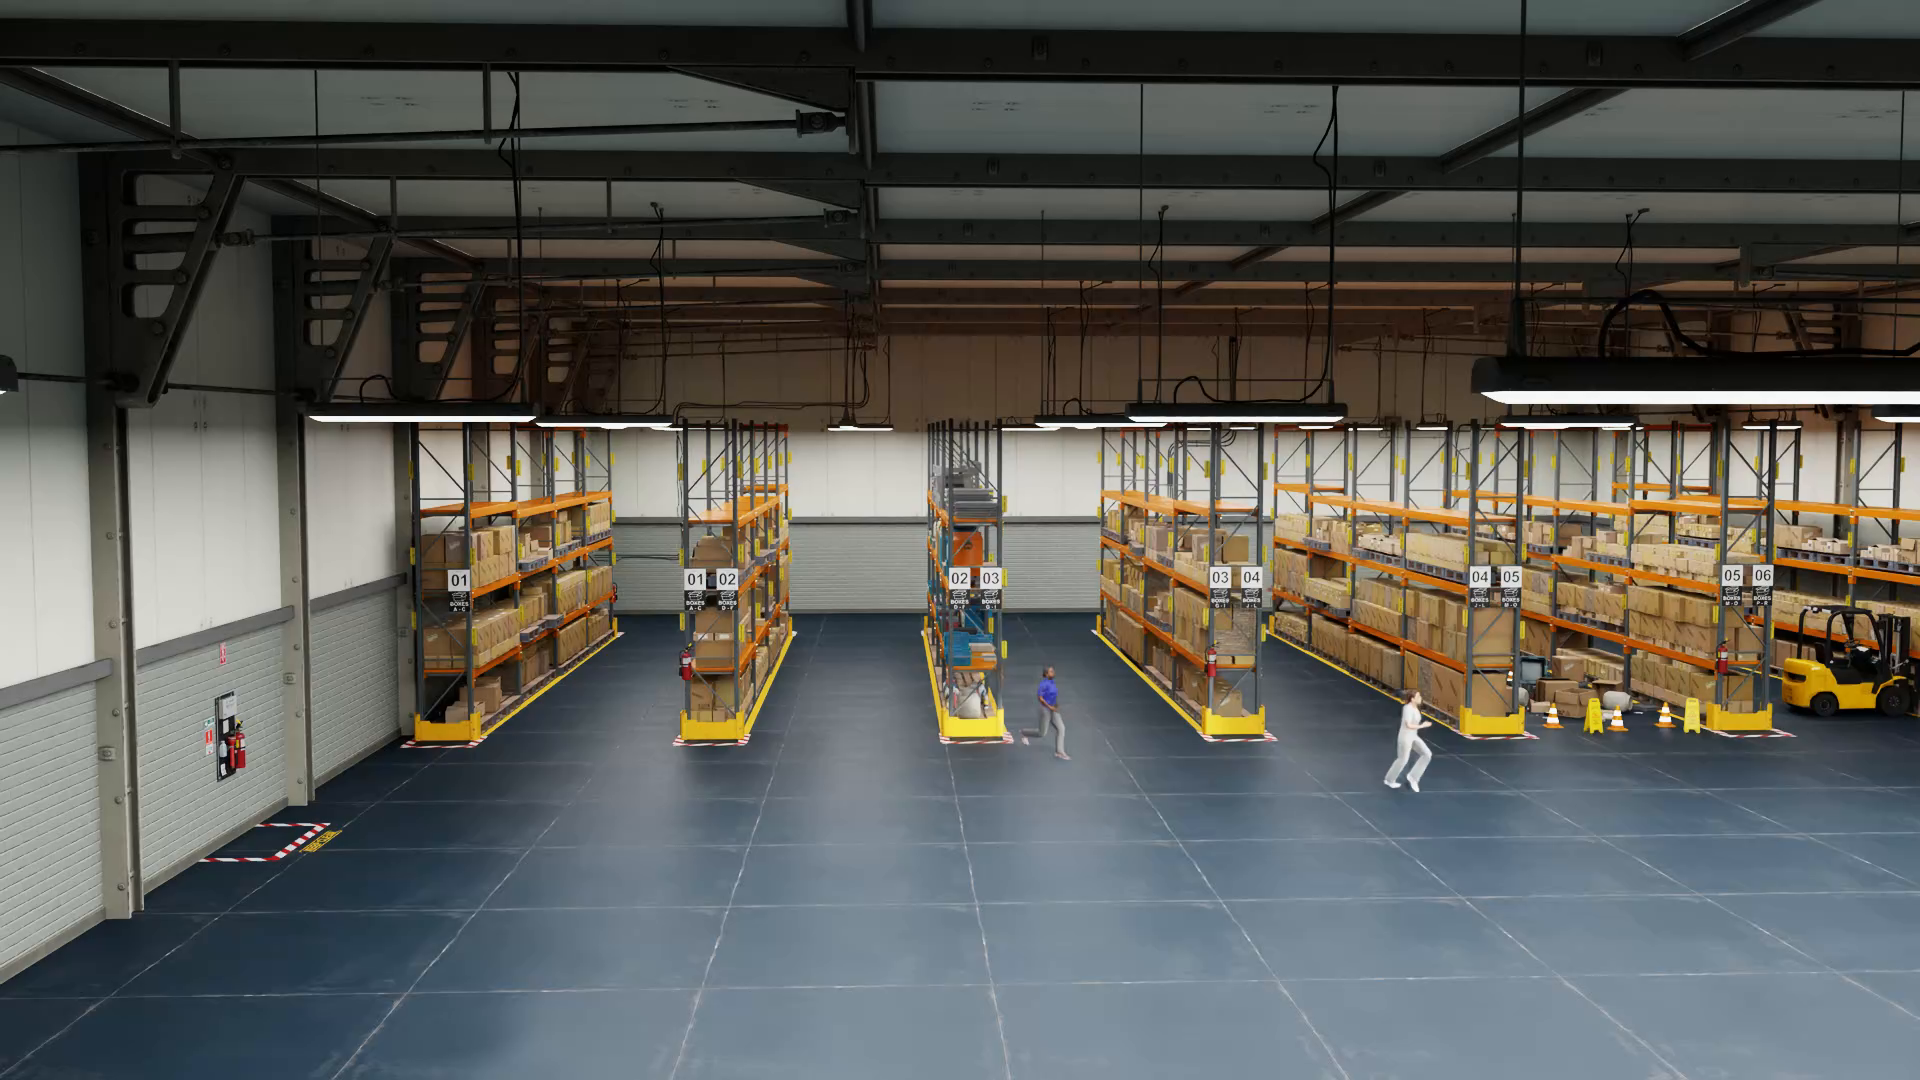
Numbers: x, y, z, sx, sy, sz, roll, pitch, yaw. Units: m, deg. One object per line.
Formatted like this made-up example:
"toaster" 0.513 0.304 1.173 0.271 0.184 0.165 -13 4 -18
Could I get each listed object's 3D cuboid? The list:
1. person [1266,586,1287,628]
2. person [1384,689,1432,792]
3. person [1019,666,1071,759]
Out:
"person" 9.388 1.699 48.990 0.978 1.745 0.713 -2 4 -23
"person" 7.151 3.186 26.527 0.795 1.652 0.590 2 4 33
"person" 1.527 3.049 29.452 0.975 1.639 0.555 2 4 34
